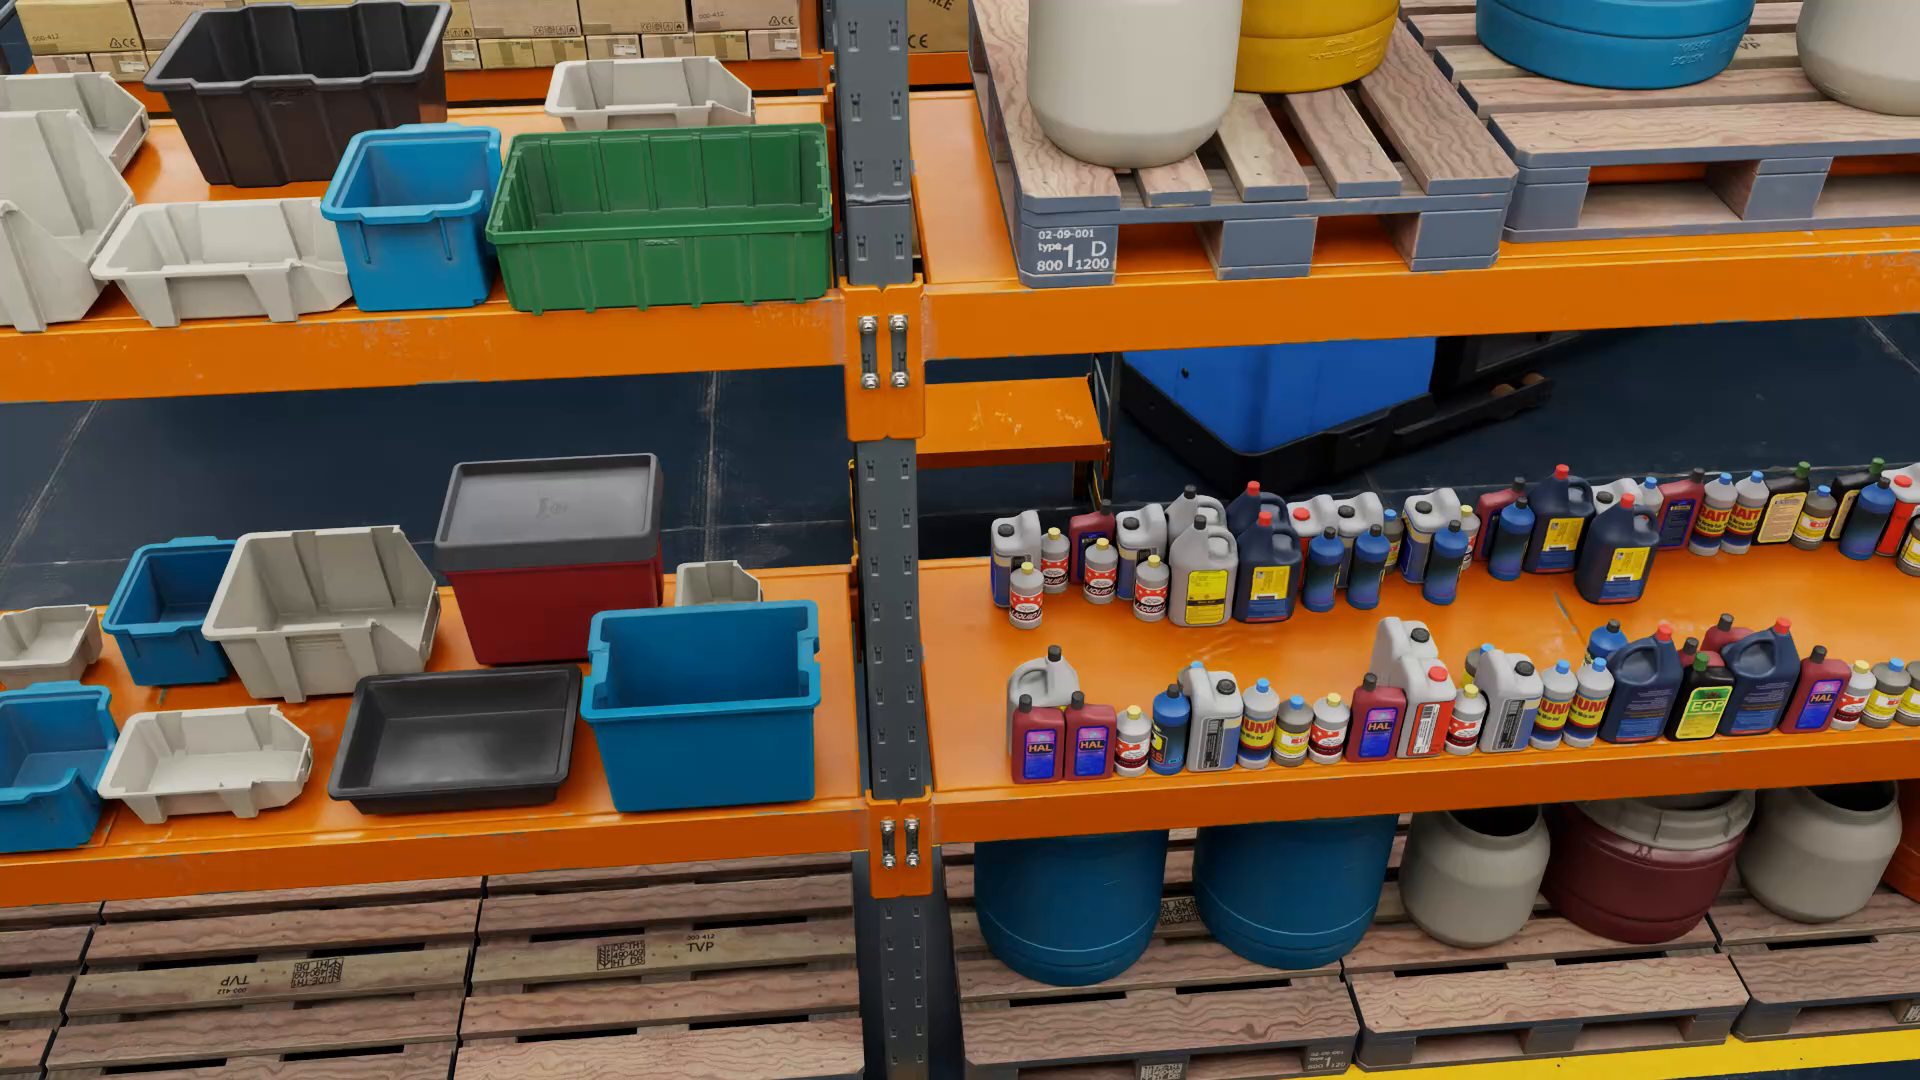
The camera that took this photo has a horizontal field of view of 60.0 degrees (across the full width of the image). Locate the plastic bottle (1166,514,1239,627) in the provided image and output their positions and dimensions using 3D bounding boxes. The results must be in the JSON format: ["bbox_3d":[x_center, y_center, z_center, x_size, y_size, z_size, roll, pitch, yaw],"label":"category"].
[{"bbox_3d":[0.698,0.075,4.773,0.185,0.351,0.144,-3,38,-4],"label":"plastic bottle"}]

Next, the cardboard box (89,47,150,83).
[{"bbox_3d":[-3.986,-2.349,8.009,0.250,0.149,0.380,-4,38,-5],"label":"cardboard box"}]

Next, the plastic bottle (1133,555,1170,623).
[{"bbox_3d":[0.556,0.132,4.821,0.097,0.201,0.097,0,38,0],"label":"plastic bottle"}]

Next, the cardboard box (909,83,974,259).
[{"bbox_3d":[-0.005,-2.215,9.012,0.875,0.875,1.225,-3,38,-4],"label":"cardboard box"}]

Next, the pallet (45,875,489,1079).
[{"bbox_3d":[-2.149,1.447,5.245,1.213,0.211,1.003,-3,38,-4],"label":"pallet"}]

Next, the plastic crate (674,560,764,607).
[{"bbox_3d":[-0.678,0.237,4.693,0.243,0.136,0.396,-3,38,-4],"label":"plastic crate"}]

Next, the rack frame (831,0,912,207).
[{"bbox_3d":[-0.202,-2.136,2.692,0.127,3.000,1.000,-3,38,-4],"label":"rack frame"}]

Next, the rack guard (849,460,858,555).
[{"bbox_3d":[-0.420,-0.075,7.143,0.087,0.250,0.587,-3,38,-4],"label":"rack guard"}]

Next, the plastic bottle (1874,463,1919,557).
[{"bbox_3d":[2.862,-0.102,5.057,0.135,0.276,0.152,-3,38,-4],"label":"plastic bottle"}]

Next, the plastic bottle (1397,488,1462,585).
[{"bbox_3d":[1.394,-0.021,4.955,0.135,0.276,0.152,-3,38,-4],"label":"plastic bottle"}]

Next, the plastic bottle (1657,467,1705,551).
[{"bbox_3d":[2.168,-0.095,5.043,0.133,0.283,0.061,-3,38,-4],"label":"plastic bottle"}]

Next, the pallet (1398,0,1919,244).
[{"bbox_3d":[1.700,-1.051,3.892,1.213,0.211,1.003,-3,38,-4],"label":"pallet"}]

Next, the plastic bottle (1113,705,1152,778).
[{"bbox_3d":[0.448,0.516,4.335,0.097,0.201,0.097,0,38,0],"label":"plastic bottle"}]

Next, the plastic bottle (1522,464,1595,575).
[{"bbox_3d":[1.782,-0.074,4.962,0.185,0.351,0.144,-3,38,-4],"label":"plastic bottle"}]

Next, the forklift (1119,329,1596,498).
[{"bbox_3d":[2.279,-1.996,7.413,3.031,2.935,1.130,-20,42,-23],"label":"forklift"}]

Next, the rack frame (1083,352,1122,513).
[{"bbox_3d":[0.591,-0.621,6.827,0.032,1.500,0.500,-3,38,-4],"label":"rack frame"}]

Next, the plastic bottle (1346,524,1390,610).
[{"bbox_3d":[1.192,0.070,4.844,0.097,0.271,0.097,0,38,0],"label":"plastic bottle"}]

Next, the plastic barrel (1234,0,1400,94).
[{"bbox_3d":[0.690,-1.372,3.655,0.600,0.588,0.600,0,38,0],"label":"plastic barrel"}]

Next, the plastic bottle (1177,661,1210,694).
[{"bbox_3d":[0.628,0.411,4.468,0.097,0.201,0.097,0,38,0],"label":"plastic bottle"}]

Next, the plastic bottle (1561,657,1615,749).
[{"bbox_3d":[1.661,0.421,4.398,0.097,0.271,0.097,0,38,0],"label":"plastic bottle"}]

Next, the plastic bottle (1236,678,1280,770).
[{"bbox_3d":[0.776,0.470,4.336,0.097,0.271,0.097,0,38,0],"label":"plastic bottle"}]

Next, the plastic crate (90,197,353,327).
[{"bbox_3d":[-1.435,-0.550,3.317,0.466,0.136,0.293,-3,38,-4],"label":"plastic crate"}]

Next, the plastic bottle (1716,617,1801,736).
[{"bbox_3d":[2.117,0.350,4.424,0.185,0.351,0.144,-3,38,-4],"label":"plastic bottle"}]

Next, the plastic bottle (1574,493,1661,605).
[{"bbox_3d":[1.930,0.013,4.852,0.185,0.351,0.144,-3,38,-4],"label":"plastic bottle"}]

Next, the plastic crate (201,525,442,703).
[{"bbox_3d":[-1.739,0.213,4.606,0.530,0.282,0.437,-3,38,-4],"label":"plastic crate"}]

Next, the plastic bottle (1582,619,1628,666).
[{"bbox_3d":[1.746,0.327,4.518,0.097,0.271,0.097,0,38,0],"label":"plastic bottle"}]

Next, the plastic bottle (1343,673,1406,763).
[{"bbox_3d":[1.086,0.460,4.340,0.133,0.283,0.061,-3,38,-4],"label":"plastic bottle"}]

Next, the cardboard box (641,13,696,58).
[{"bbox_3d":[-1.427,-2.491,8.188,0.250,0.149,0.380,-4,38,-5],"label":"cardboard box"}]

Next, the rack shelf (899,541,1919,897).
[{"bbox_3d":[1.791,0.392,4.912,4.000,0.370,1.077,-3,38,-4],"label":"rack shelf"}]

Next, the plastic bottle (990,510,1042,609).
[{"bbox_3d":[0.162,0.047,4.869,0.135,0.276,0.152,-3,38,-4],"label":"plastic bottle"}]

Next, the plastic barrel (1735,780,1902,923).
[{"bbox_3d":[2.742,0.935,5.312,0.421,0.512,0.421,0,38,0],"label":"plastic barrel"}]

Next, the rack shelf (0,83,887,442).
[{"bbox_3d":[-2.194,-0.566,3.705,4.000,0.370,1.077,-3,38,-4],"label":"rack shelf"}]

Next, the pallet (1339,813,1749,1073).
[{"bbox_3d":[1.789,1.229,5.522,1.213,0.211,1.003,-3,38,-4],"label":"pallet"}]

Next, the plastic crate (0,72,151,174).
[{"bbox_3d":[-2.150,-0.902,3.762,0.530,0.136,0.437,-3,38,-4],"label":"plastic crate"}]

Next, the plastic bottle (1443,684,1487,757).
[{"bbox_3d":[1.333,0.467,4.397,0.097,0.201,0.097,0,38,0],"label":"plastic bottle"}]

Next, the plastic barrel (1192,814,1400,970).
[{"bbox_3d":[1.047,0.820,5.144,0.708,0.901,0.600,-3,38,-4],"label":"plastic barrel"}]

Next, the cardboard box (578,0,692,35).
[{"bbox_3d":[-1.572,-2.678,8.104,0.500,0.250,0.500,-2,38,-3],"label":"cardboard box"}]

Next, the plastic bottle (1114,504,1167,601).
[{"bbox_3d":[0.526,0.027,4.894,0.135,0.276,0.152,-3,38,-4],"label":"plastic bottle"}]

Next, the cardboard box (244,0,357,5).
[{"bbox_3d":[-3.105,-2.593,7.995,0.500,0.250,0.500,-4,38,-5],"label":"cardboard box"}]

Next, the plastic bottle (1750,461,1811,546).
[{"bbox_3d":[2.495,-0.113,5.065,0.133,0.283,0.061,-3,38,-4],"label":"plastic bottle"}]

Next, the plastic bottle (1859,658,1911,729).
[{"bbox_3d":[2.489,0.403,4.478,0.097,0.201,0.097,0,38,0],"label":"plastic bottle"}]

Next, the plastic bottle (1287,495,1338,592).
[{"bbox_3d":[1.029,-0.001,4.929,0.135,0.276,0.152,-3,38,-4],"label":"plastic bottle"}]

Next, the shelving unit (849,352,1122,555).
[{"bbox_3d":[0.076,-0.593,6.791,1.083,1.500,0.587,-3,38,-4],"label":"shelving unit"}]

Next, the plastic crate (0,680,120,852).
[{"bbox_3d":[-2.300,0.582,4.178,0.300,0.233,0.416,-3,38,-4],"label":"plastic crate"}]

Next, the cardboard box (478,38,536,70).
[{"bbox_3d":[-2.195,-2.448,8.134,0.250,0.149,0.380,-4,38,-5],"label":"cardboard box"}]

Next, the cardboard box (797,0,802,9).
[{"bbox_3d":[-0.964,-2.927,8.741,0.250,0.149,0.380,-3,38,-4],"label":"cardboard box"}]

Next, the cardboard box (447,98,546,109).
[{"bbox_3d":[-2.201,-2.131,8.905,0.875,0.875,0.875,-3,38,-4],"label":"cardboard box"}]
